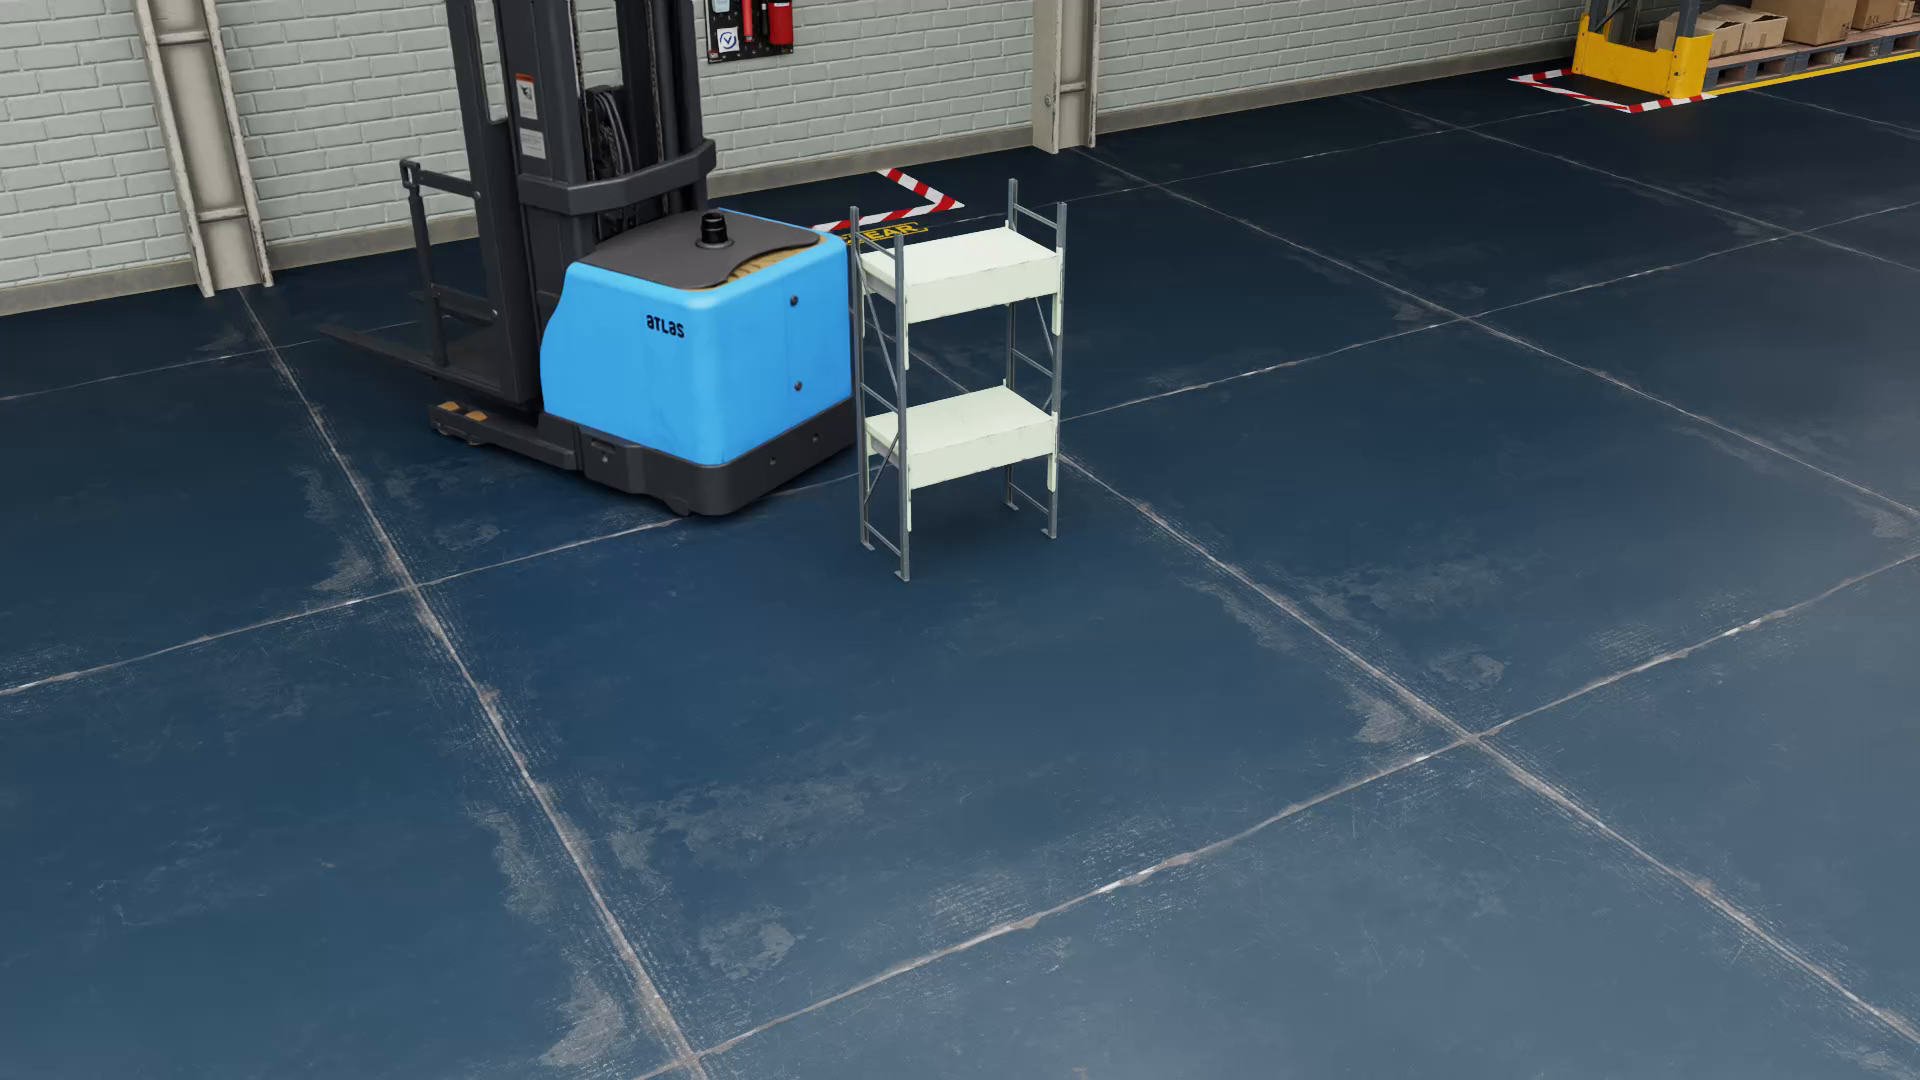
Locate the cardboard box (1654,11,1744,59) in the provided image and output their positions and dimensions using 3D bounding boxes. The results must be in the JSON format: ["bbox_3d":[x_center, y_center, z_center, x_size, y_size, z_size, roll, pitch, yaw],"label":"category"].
[{"bbox_3d":[6.439,-4.417,14.477,0.500,0.311,0.500,-20,35,-32],"label":"cardboard box"}]

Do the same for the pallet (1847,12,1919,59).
[{"bbox_3d":[8.684,-4.849,15.818,1.213,0.211,1.003,-16,33,-26],"label":"pallet"}]

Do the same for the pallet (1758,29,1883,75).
[{"bbox_3d":[7.631,-4.548,15.273,1.213,0.211,1.003,-16,33,-26],"label":"pallet"}]

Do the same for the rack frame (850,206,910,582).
[{"bbox_3d":[-0.321,-0.565,6.722,0.023,1.500,0.400,-16,33,-26],"label":"rack frame"}]

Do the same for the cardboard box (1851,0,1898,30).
[{"bbox_3d":[8.371,-5.076,15.476,0.500,0.500,0.500,-19,34,-30],"label":"cardboard box"}]

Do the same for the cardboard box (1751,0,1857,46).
[{"bbox_3d":[7.588,-4.798,14.972,0.500,0.500,0.700,-18,34,-29],"label":"cardboard box"}]

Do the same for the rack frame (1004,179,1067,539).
[{"bbox_3d":[0.310,-0.745,7.047,0.023,1.500,0.400,-16,33,-26],"label":"rack frame"}]

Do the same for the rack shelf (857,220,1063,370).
[{"bbox_3d":[-0.006,-0.997,6.696,0.720,0.370,0.431,-16,33,-26],"label":"rack shelf"}]

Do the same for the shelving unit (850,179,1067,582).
[{"bbox_3d":[-0.006,-0.655,6.885,0.755,1.500,0.431,-16,33,-26],"label":"shelving unit"}]

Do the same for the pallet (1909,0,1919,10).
[{"bbox_3d":[9.916,-5.219,16.489,1.213,0.211,1.003,-16,33,-26],"label":"pallet"}]

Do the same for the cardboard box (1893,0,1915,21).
[{"bbox_3d":[8.799,-5.058,15.787,0.250,0.166,0.380,-21,35,-33],"label":"cardboard box"}]

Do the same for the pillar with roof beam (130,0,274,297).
[{"bbox_3d":[-2.203,-3.697,4.636,0.400,9.000,9.100,-16,33,-26],"label":"pillar with roof beam"}]

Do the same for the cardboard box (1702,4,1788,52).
[{"bbox_3d":[6.930,-4.557,14.730,0.500,0.311,0.500,-13,31,-22],"label":"cardboard box"}]

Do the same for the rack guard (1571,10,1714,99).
[{"bbox_3d":[5.862,-4.194,14.332,0.348,0.500,1.175,-16,33,-26],"label":"rack guard"}]

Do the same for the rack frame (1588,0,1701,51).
[{"bbox_3d":[5.796,-5.270,13.695,0.127,3.000,1.000,-16,33,-26],"label":"rack frame"}]

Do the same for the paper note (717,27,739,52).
[{"bbox_3d":[-1.549,-3.344,11.116,0.142,0.148,0.016,-16,33,-26],"label":"paper note"}]

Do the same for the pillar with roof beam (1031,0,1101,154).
[{"bbox_3d":[2.970,-5.166,7.298,0.400,9.000,9.100,-16,33,-26],"label":"pillar with roof beam"}]

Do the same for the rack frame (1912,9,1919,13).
[{"bbox_3d":[9.245,-6.249,15.469,0.127,3.000,1.000,-16,33,-26],"label":"rack frame"}]

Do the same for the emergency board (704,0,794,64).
[{"bbox_3d":[-1.361,-3.744,10.929,0.643,1.169,0.194,-16,33,-26],"label":"emergency board"}]

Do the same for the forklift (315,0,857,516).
[{"bbox_3d":[-1.997,-1.931,7.716,3.031,2.935,1.130,19,34,30],"label":"forklift"}]

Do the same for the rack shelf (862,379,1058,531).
[{"bbox_3d":[-0.006,-0.370,7.042,0.720,0.370,0.431,-16,33,-26],"label":"rack shelf"}]

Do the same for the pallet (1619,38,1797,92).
[{"bbox_3d":[6.580,-4.252,14.736,1.213,0.211,1.003,-16,33,-26],"label":"pallet"}]

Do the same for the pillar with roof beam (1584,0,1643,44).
[{"bbox_3d":[8.143,-6.635,9.959,0.400,9.000,9.100,-16,33,-26],"label":"pillar with roof beam"}]
